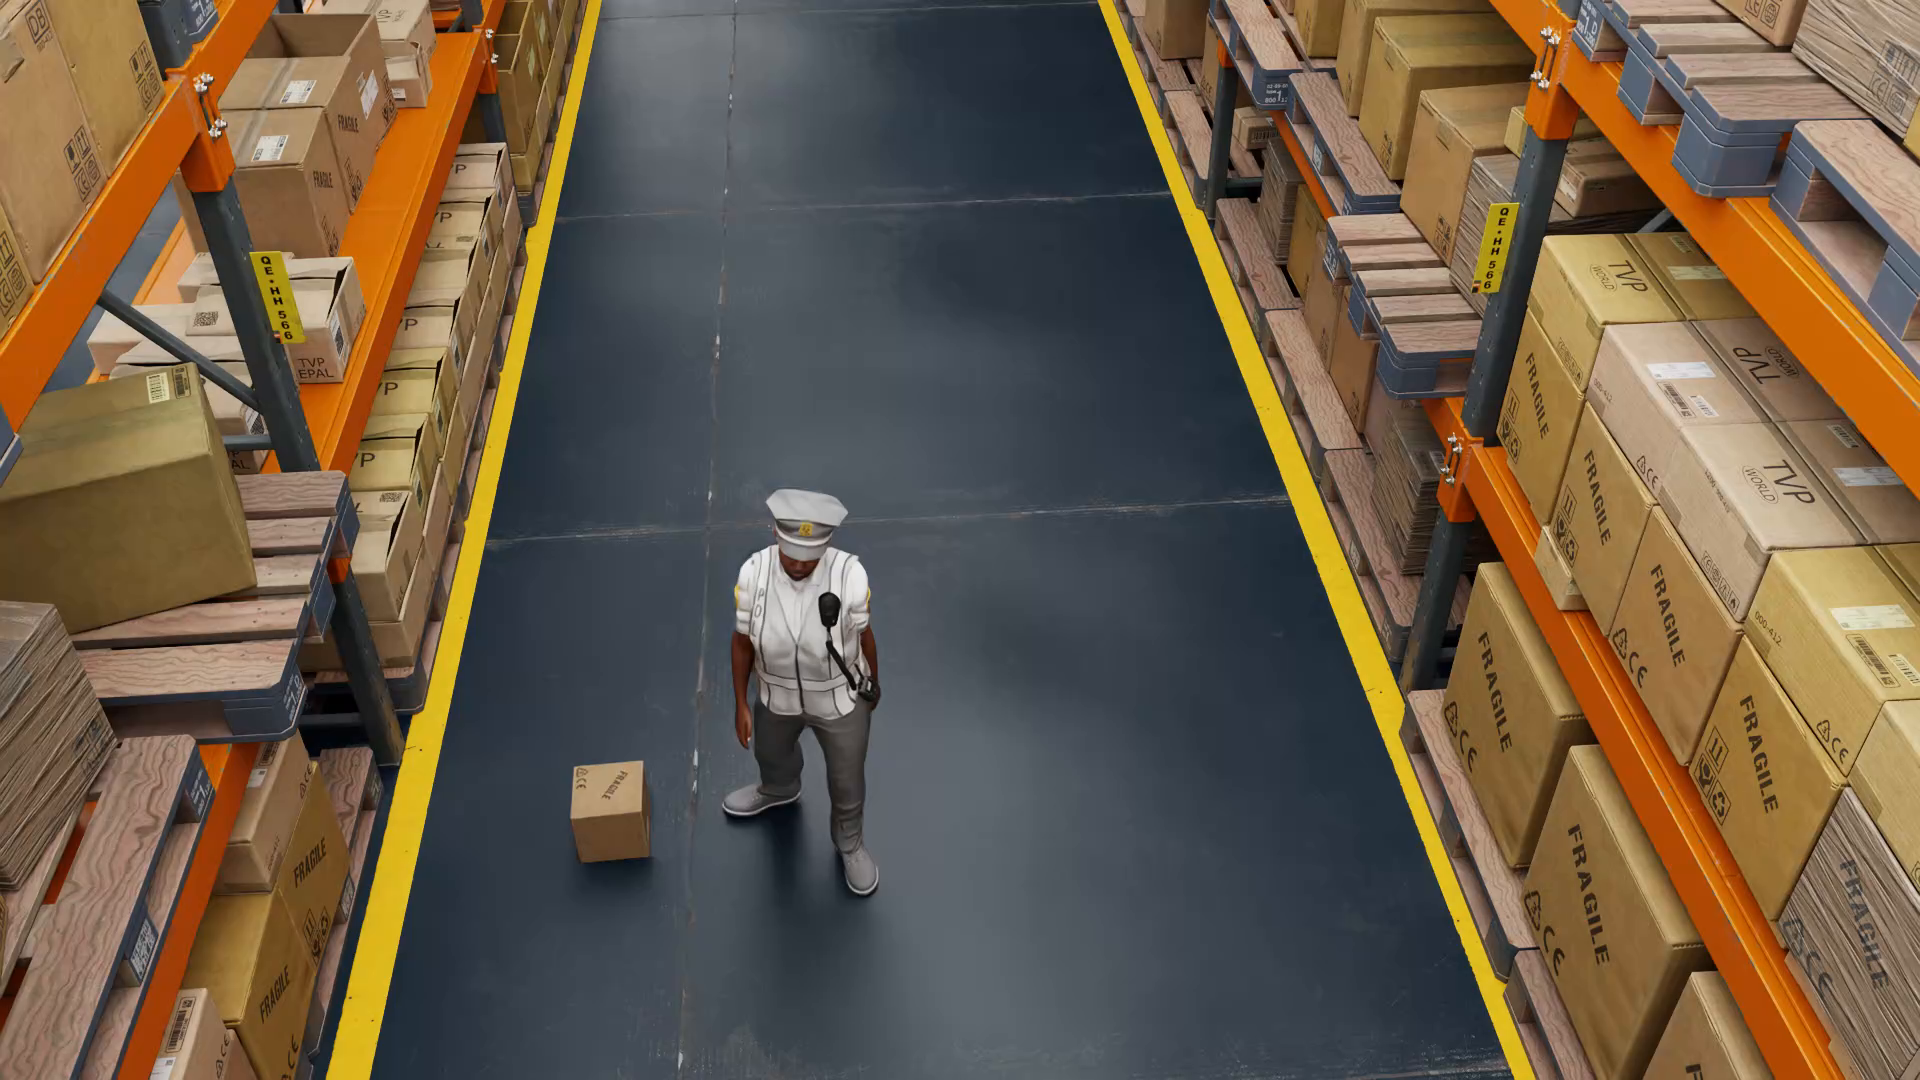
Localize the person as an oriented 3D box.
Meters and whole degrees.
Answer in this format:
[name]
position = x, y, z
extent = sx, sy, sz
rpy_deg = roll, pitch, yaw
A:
[person]
position = -0.580, 0.472, 5.569
extent = 0.653, 1.675, 0.469
rpy_deg = 7, 40, 8
